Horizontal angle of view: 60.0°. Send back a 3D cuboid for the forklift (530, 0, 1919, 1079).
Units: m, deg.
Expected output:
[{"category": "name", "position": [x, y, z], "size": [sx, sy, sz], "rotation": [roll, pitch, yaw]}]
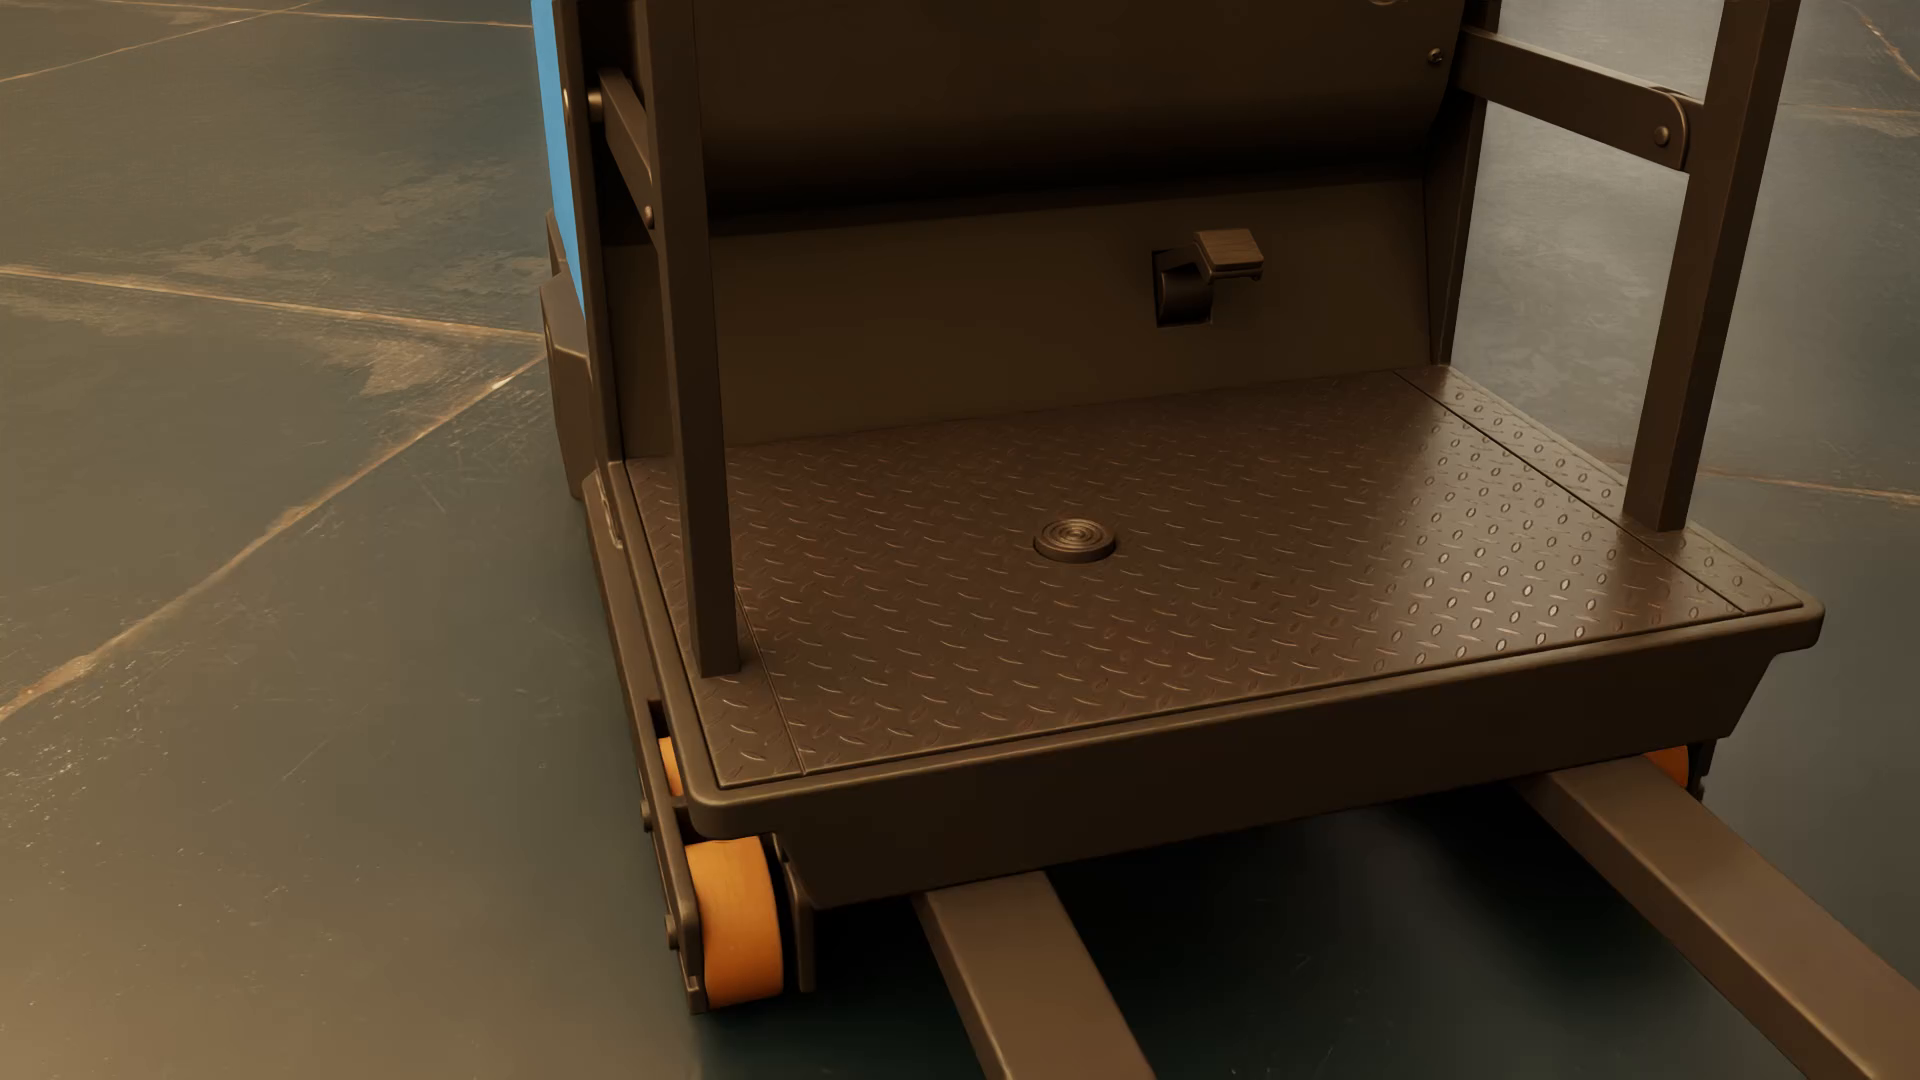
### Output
[{"category": "forklift", "position": [0.177, -1.055, 1.343], "size": [1.130, 2.935, 3.031], "rotation": [-8, 28, -15]}]
